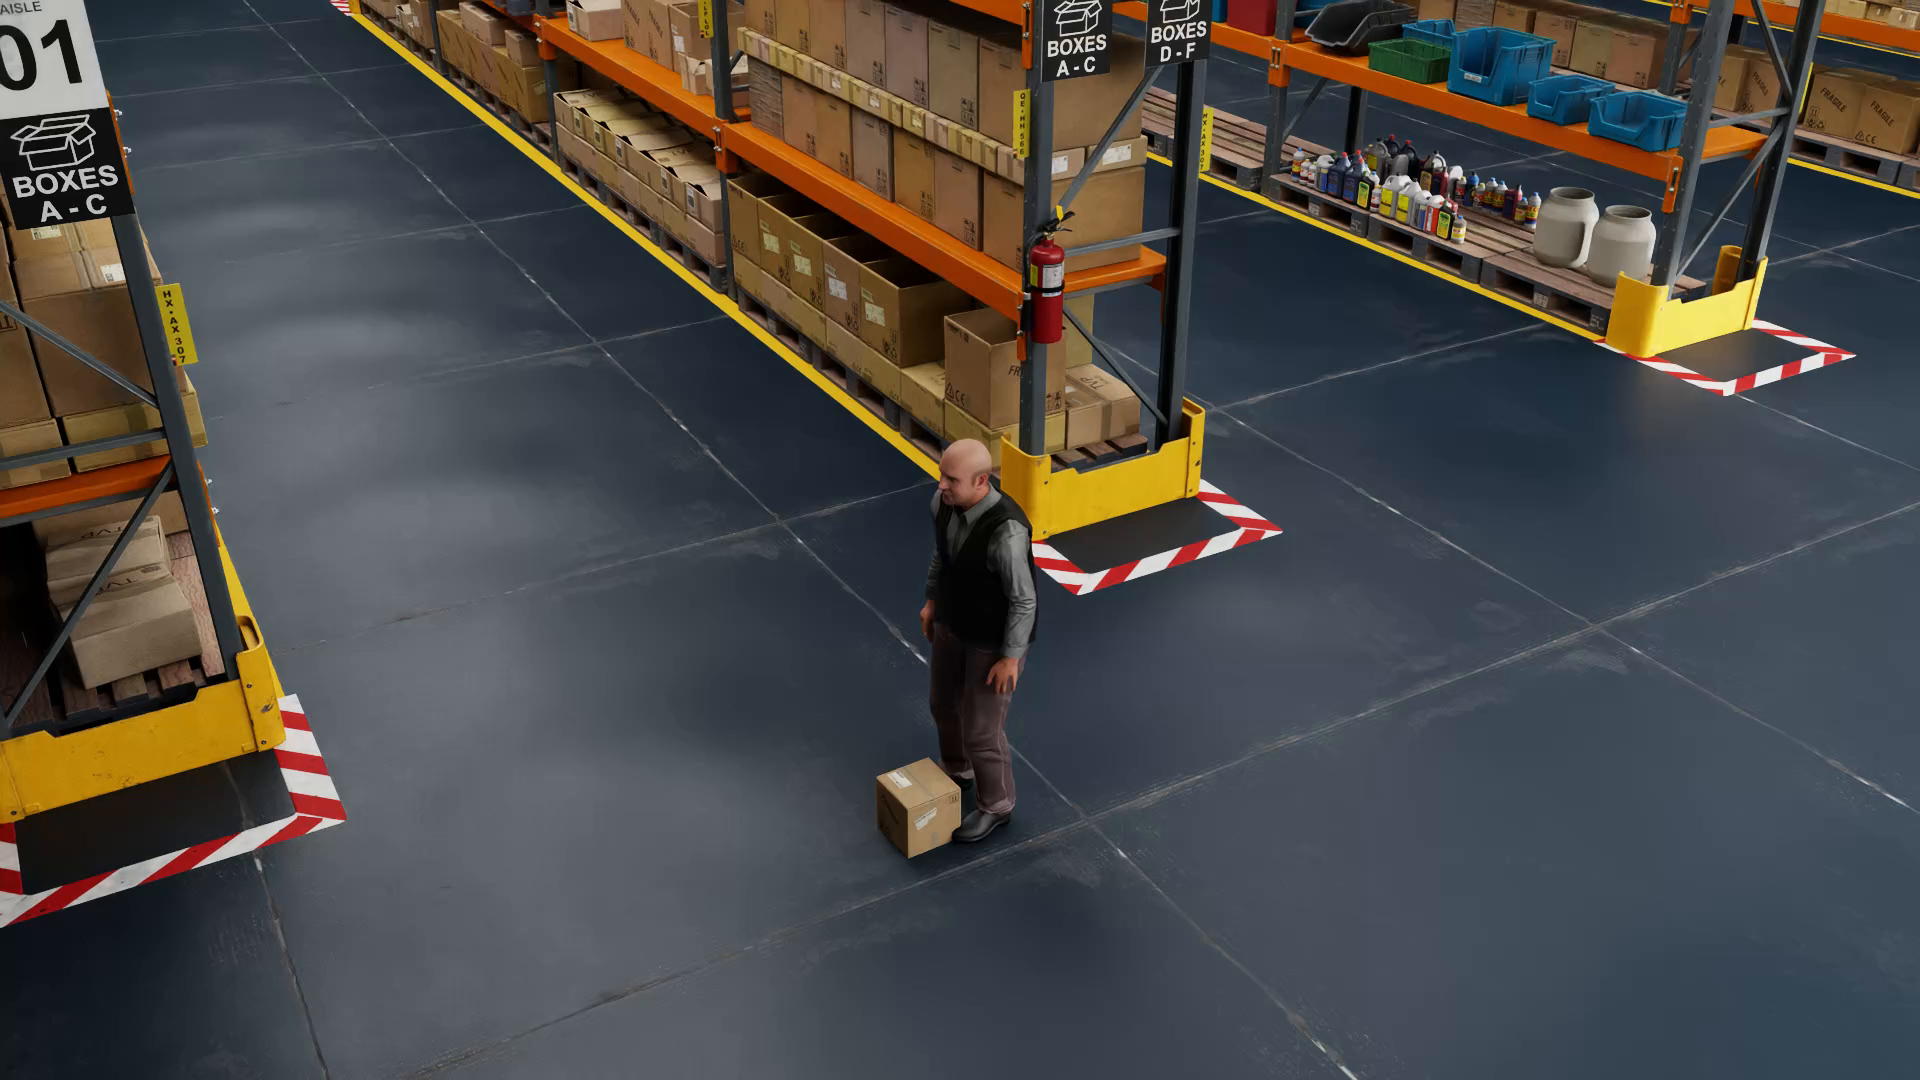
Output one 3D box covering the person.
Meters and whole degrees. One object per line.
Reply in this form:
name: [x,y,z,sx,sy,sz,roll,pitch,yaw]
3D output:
person: [0.074,0.410,6.509,0.418,1.621,0.594,-18,33,-29]
